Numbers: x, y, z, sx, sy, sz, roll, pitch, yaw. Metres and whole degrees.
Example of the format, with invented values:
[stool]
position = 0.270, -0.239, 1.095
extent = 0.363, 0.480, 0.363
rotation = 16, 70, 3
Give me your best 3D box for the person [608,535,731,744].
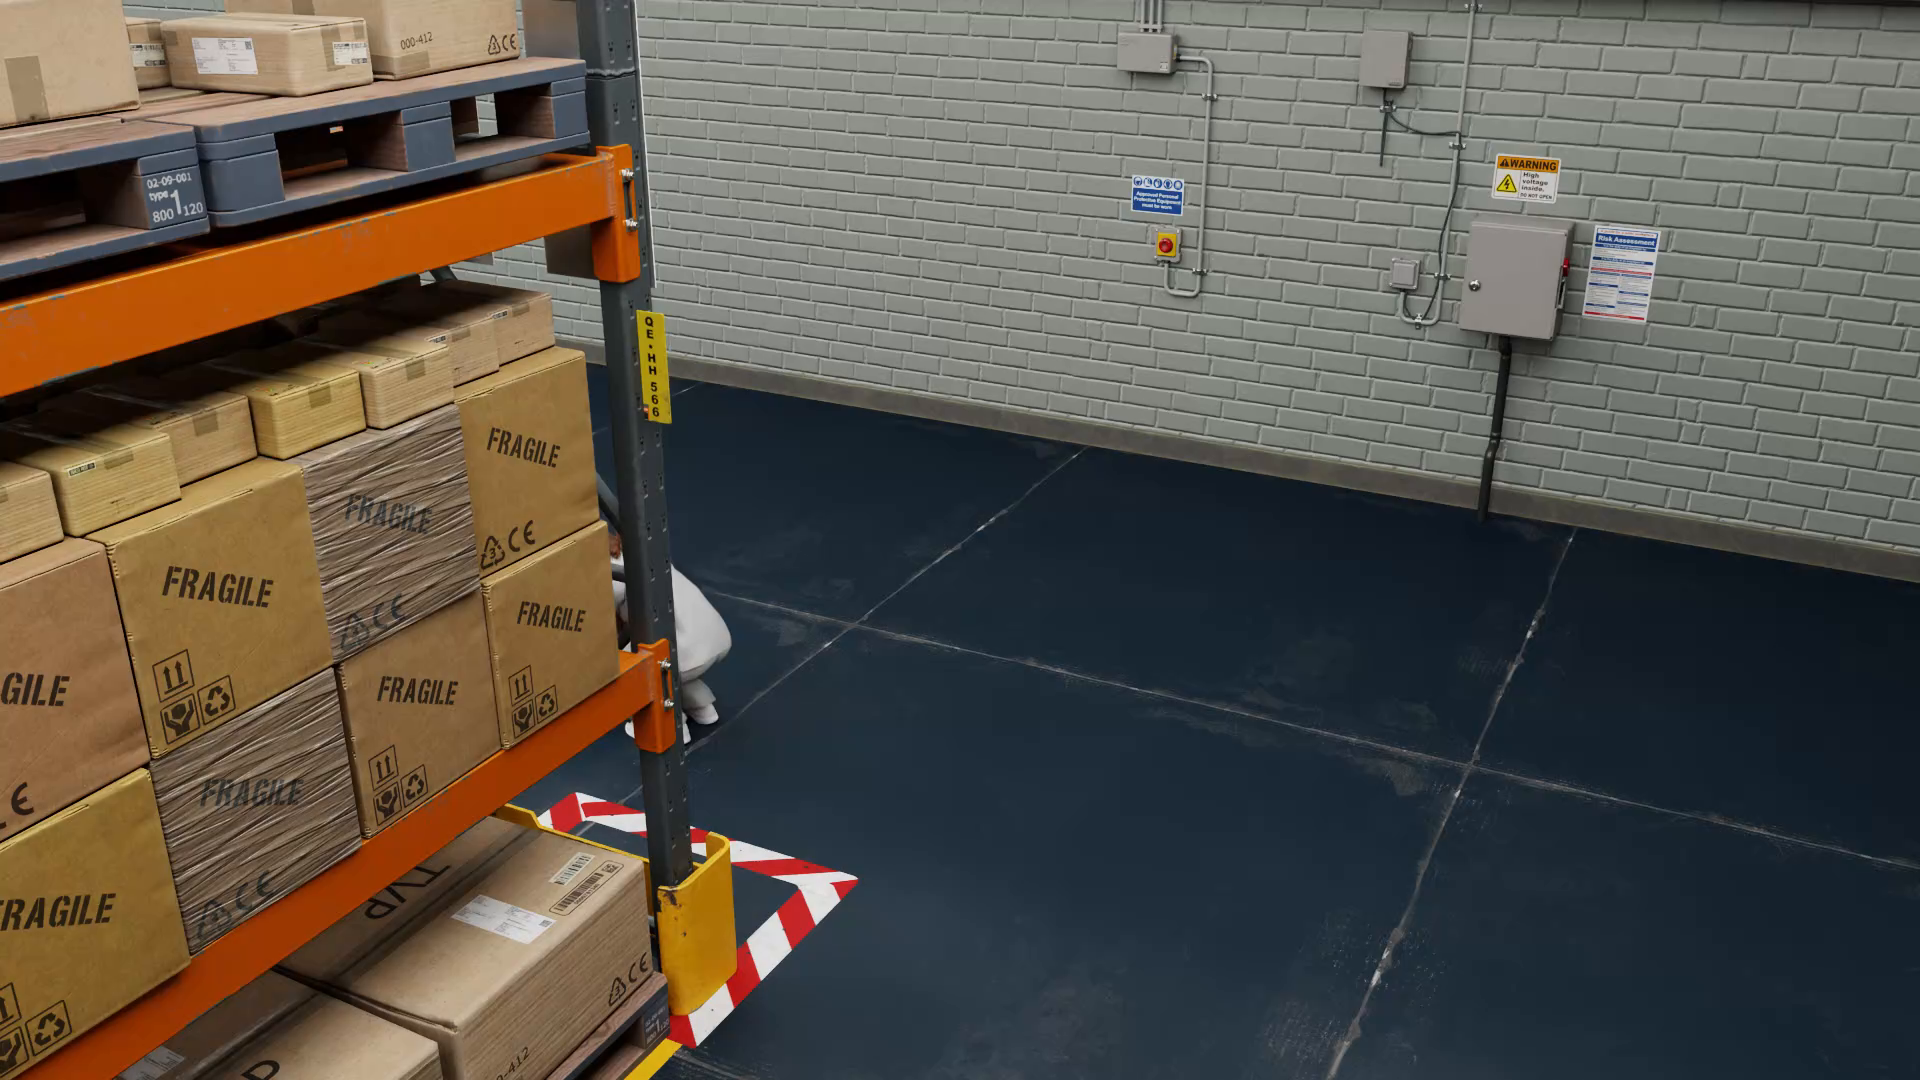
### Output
[person]
position = -1.383, 0.376, 7.169
extent = 0.801, 0.932, 0.490
rotation = 11, 25, 25
